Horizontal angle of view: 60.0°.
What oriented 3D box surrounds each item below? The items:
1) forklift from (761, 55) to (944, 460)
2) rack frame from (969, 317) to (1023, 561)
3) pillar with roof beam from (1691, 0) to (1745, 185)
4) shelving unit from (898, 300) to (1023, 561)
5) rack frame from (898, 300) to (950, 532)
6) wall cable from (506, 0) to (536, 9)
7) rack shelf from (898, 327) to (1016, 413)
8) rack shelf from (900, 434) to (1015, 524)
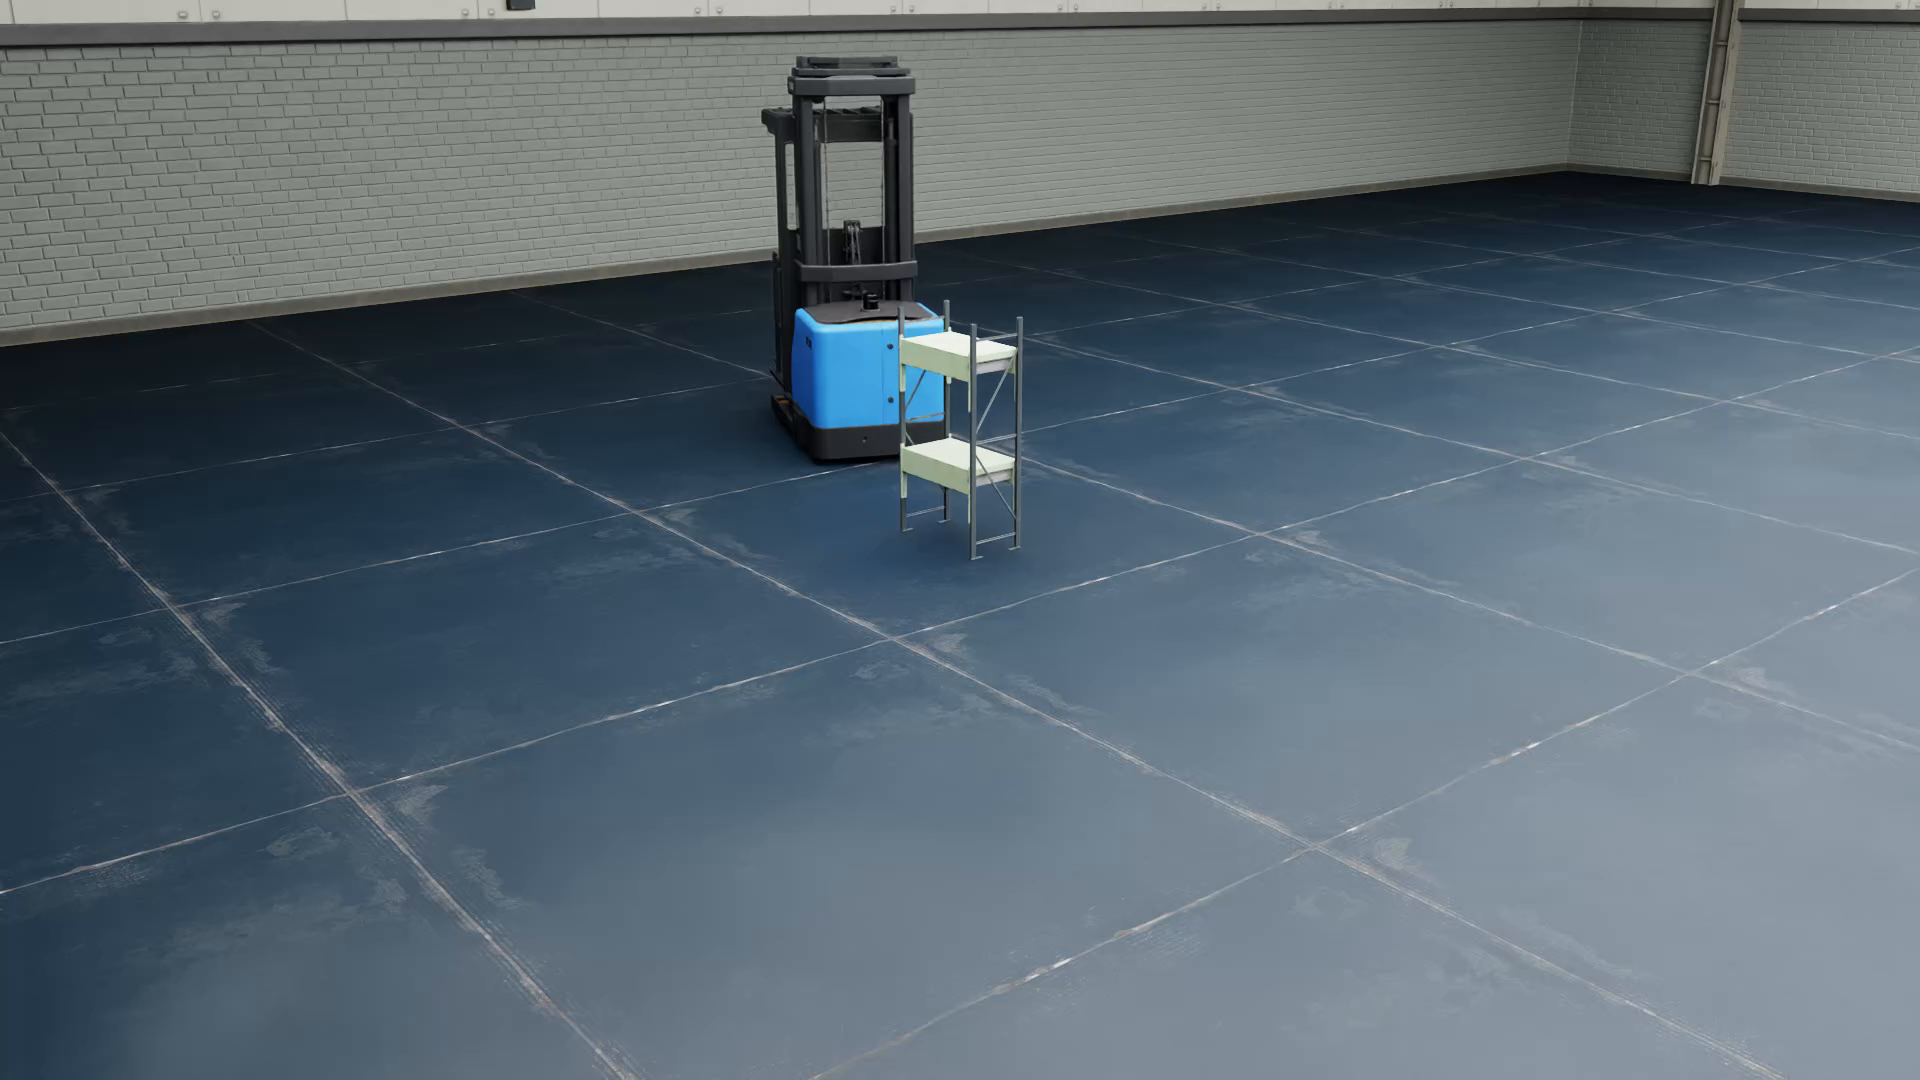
[{"bbox_3d":[-0.971,-2.420,13.509,1.130,2.935,3.031,-5,19,-15],"label":"forklift"},{"bbox_3d":[0.223,-0.623,10.359,0.400,1.500,0.023,-14,23,-36],"label":"rack frame"},{"bbox_3d":[10.401,-10.016,26.795,9.100,9.000,0.400,-14,23,-36],"label":"pillar with roof beam"},{"bbox_3d":[-0.004,-0.714,10.632,0.431,1.500,0.755,-14,23,-36],"label":"shelving unit"},{"bbox_3d":[-0.231,-0.804,10.904,0.400,1.500,0.023,-14,23,-36],"label":"rack frame"},{"bbox_3d":[-4.258,-9.156,18.787,2.305,6.003,0.169,-14,23,-36],"label":"wall cable"},{"bbox_3d":[-0.004,-1.084,10.509,0.431,0.370,0.720,-14,23,-36],"label":"rack shelf"},{"bbox_3d":[-0.004,-0.404,10.734,0.431,0.370,0.720,-14,23,-36],"label":"rack shelf"}]
